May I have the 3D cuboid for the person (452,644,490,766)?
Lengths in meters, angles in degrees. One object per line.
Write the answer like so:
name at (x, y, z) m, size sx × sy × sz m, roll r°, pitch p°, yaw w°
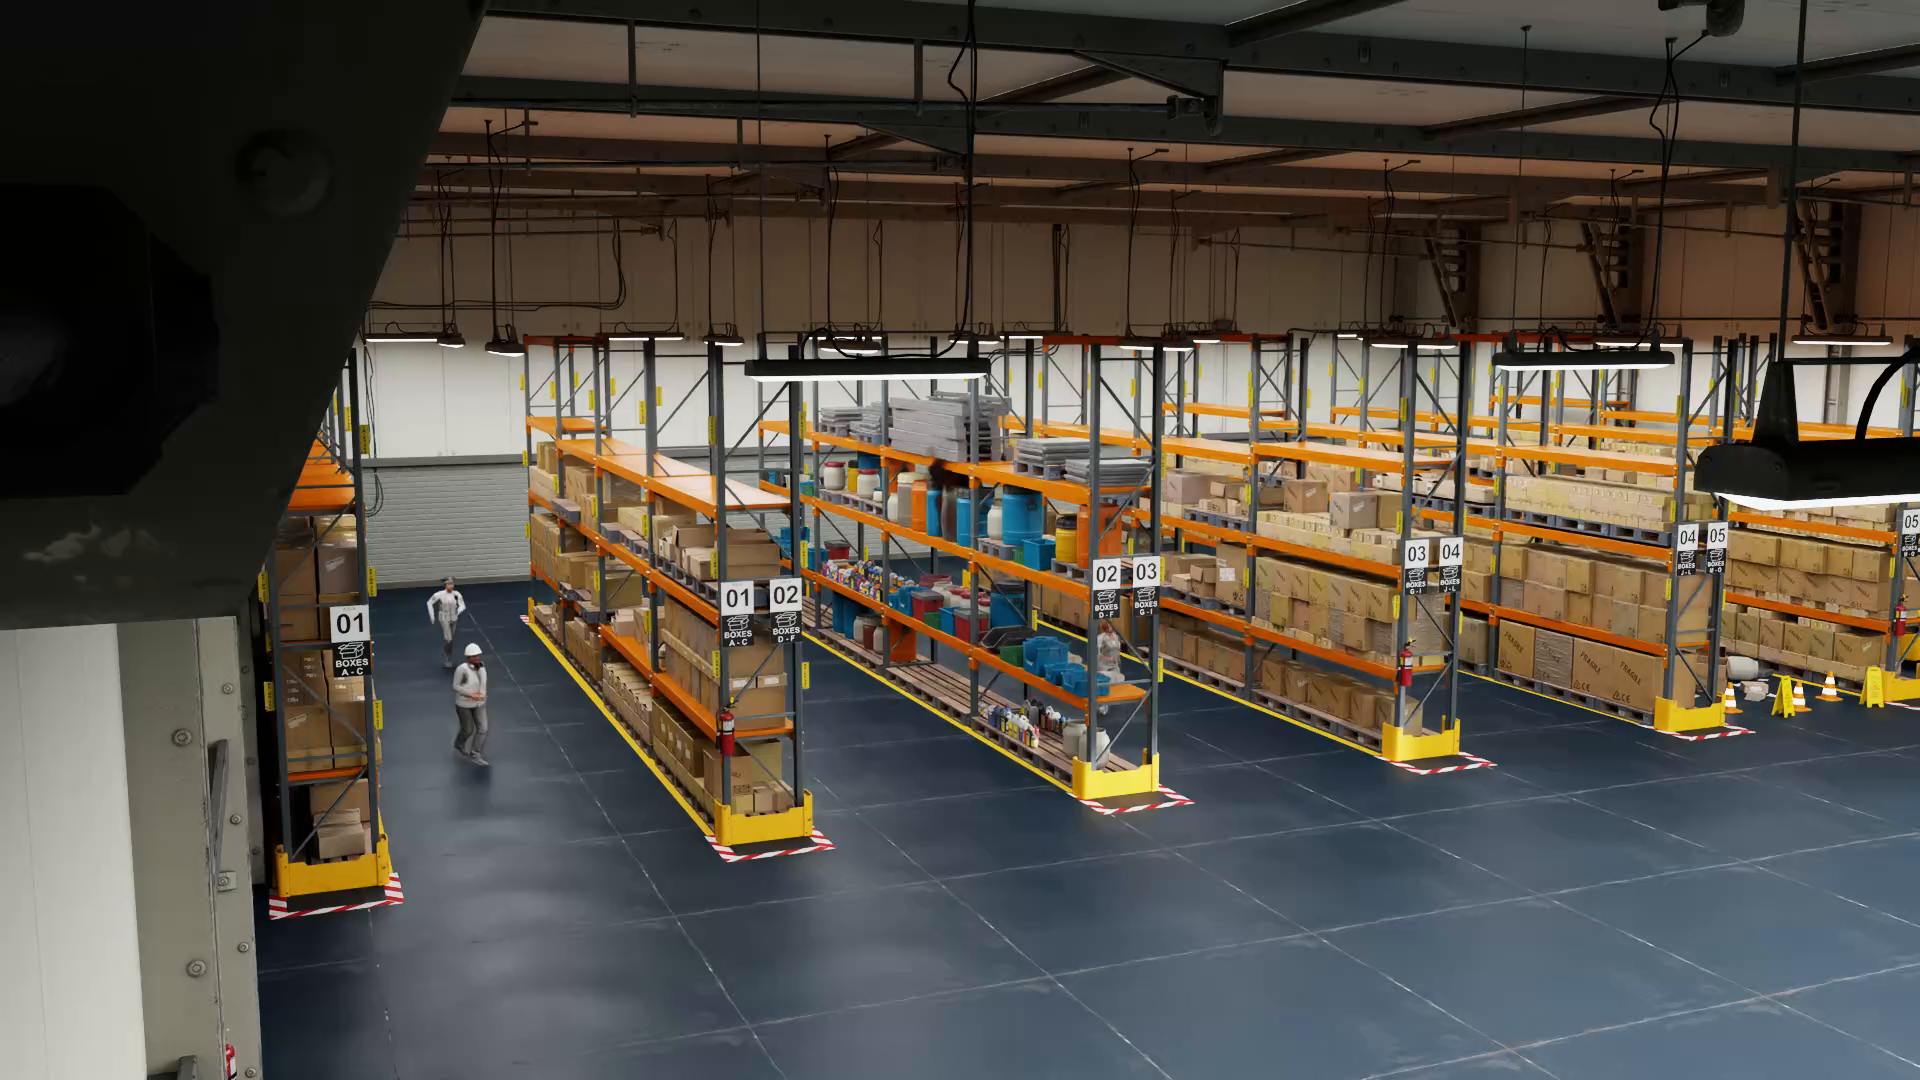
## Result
person at (-7.026, 2.323, 23.702) m, size 0.818 × 1.755 × 0.640 m, roll 6°, pitch 10°, yaw 39°

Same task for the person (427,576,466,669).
person at (-9.304, 1.489, 30.240) m, size 0.606 × 1.688 × 0.772 m, roll -5°, pitch 9°, yaw -34°

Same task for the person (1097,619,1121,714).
person at (2.380, 2.020, 26.617) m, size 0.586 × 1.564 × 0.521 m, roll -6°, pitch 10°, yaw -38°
